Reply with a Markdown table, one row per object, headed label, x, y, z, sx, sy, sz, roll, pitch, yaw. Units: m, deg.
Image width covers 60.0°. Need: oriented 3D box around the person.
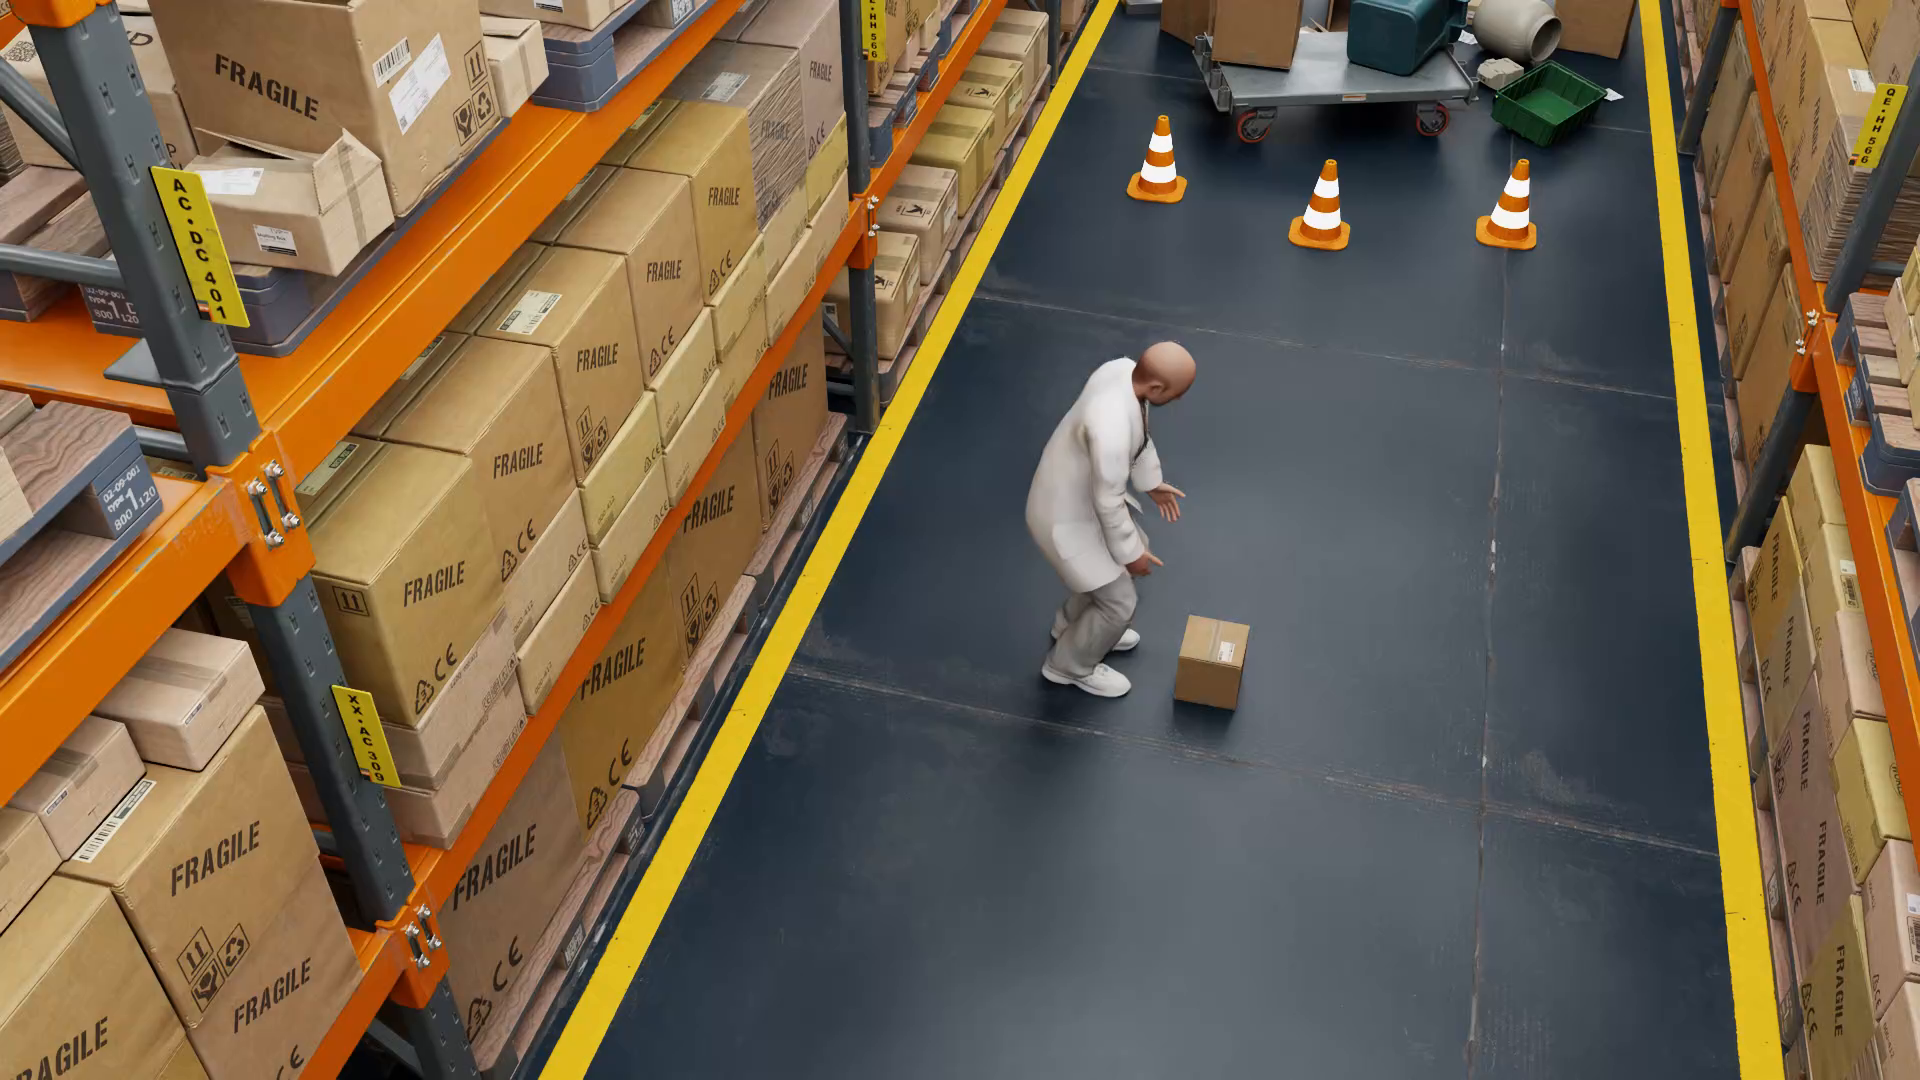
| label | x | y | z | sx | sy | sz | roll | pitch | yaw |
| --- | --- | --- | --- | --- | --- | --- | --- | --- | --- |
| person | 0.559 | -0.113 | 6.463 | 0.588 | 1.577 | 0.622 | 10 | 42 | 12 |
